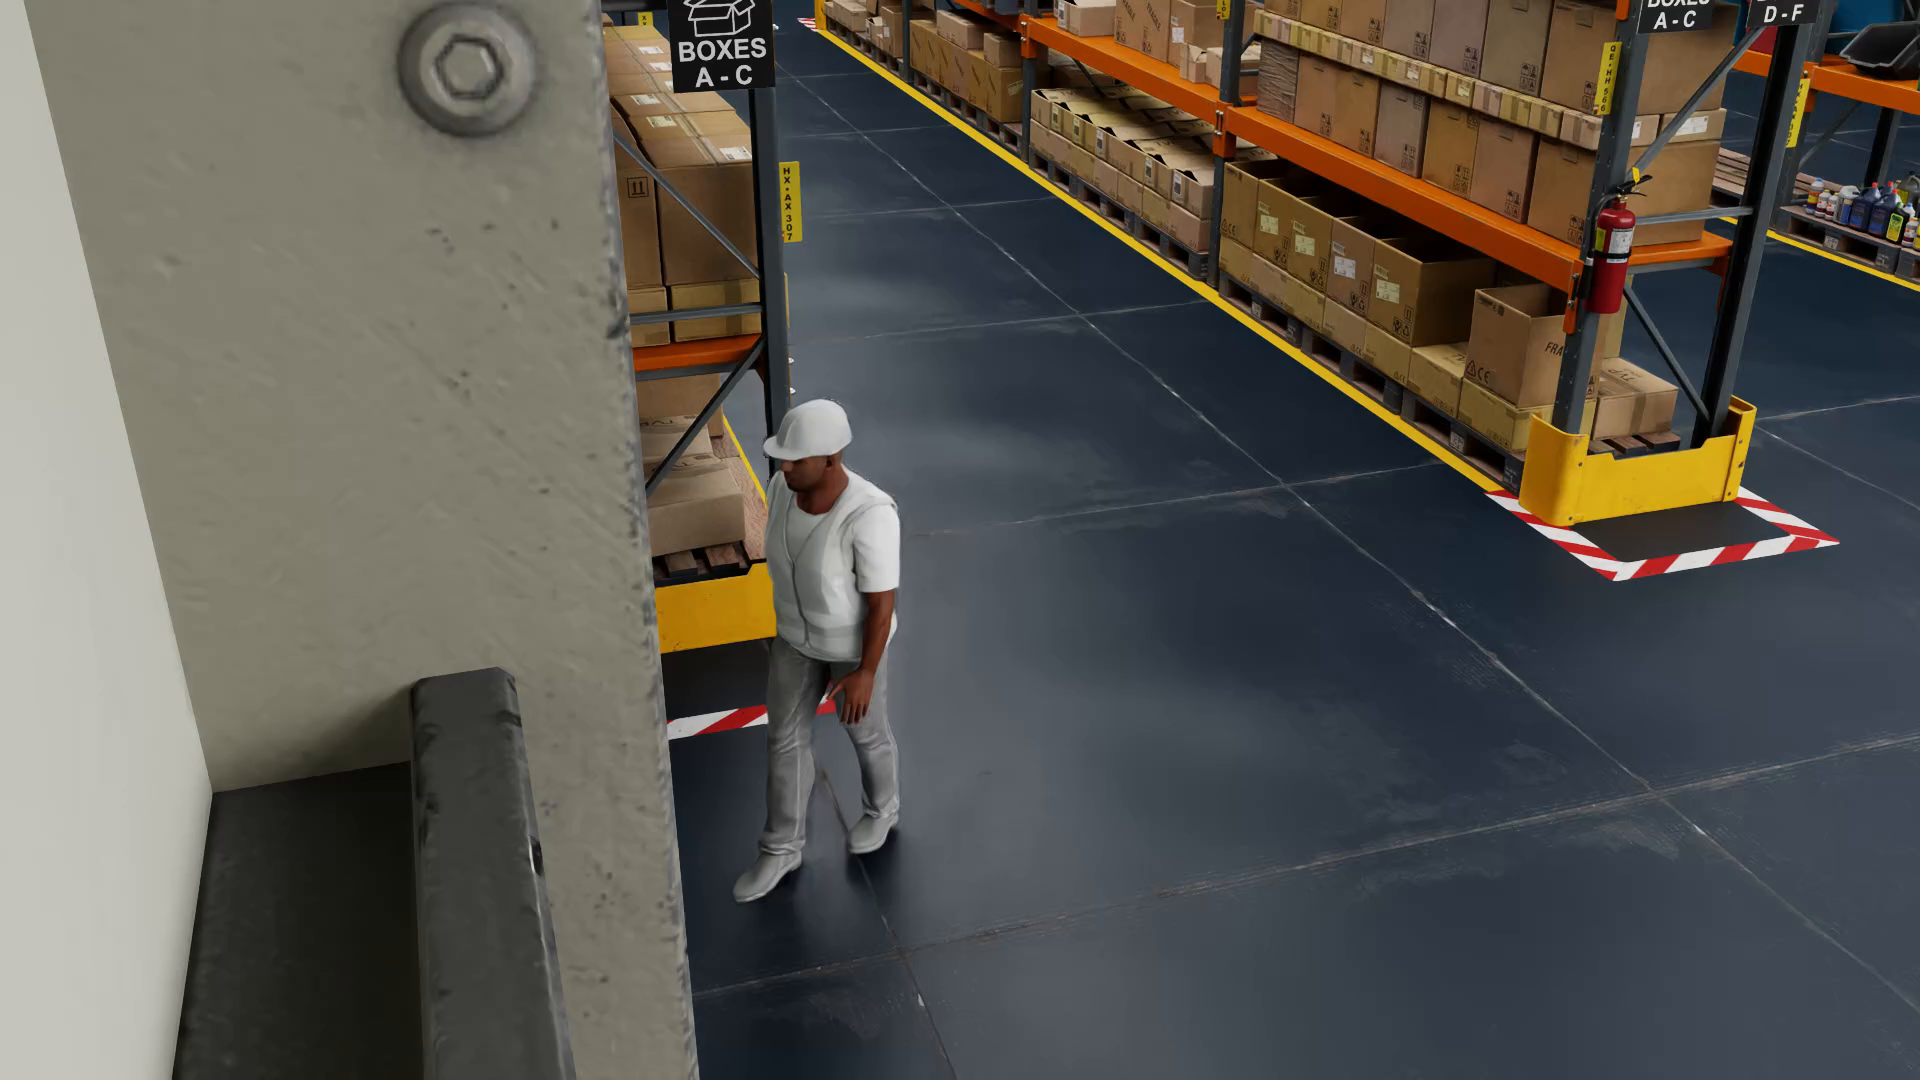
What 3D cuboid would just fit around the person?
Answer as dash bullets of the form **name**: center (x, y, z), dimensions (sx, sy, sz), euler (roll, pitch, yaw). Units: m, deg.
- **person**: center (-0.496, 0.367, 5.550), dimensions (0.590, 1.758, 0.751), euler (16, 30, 29)
